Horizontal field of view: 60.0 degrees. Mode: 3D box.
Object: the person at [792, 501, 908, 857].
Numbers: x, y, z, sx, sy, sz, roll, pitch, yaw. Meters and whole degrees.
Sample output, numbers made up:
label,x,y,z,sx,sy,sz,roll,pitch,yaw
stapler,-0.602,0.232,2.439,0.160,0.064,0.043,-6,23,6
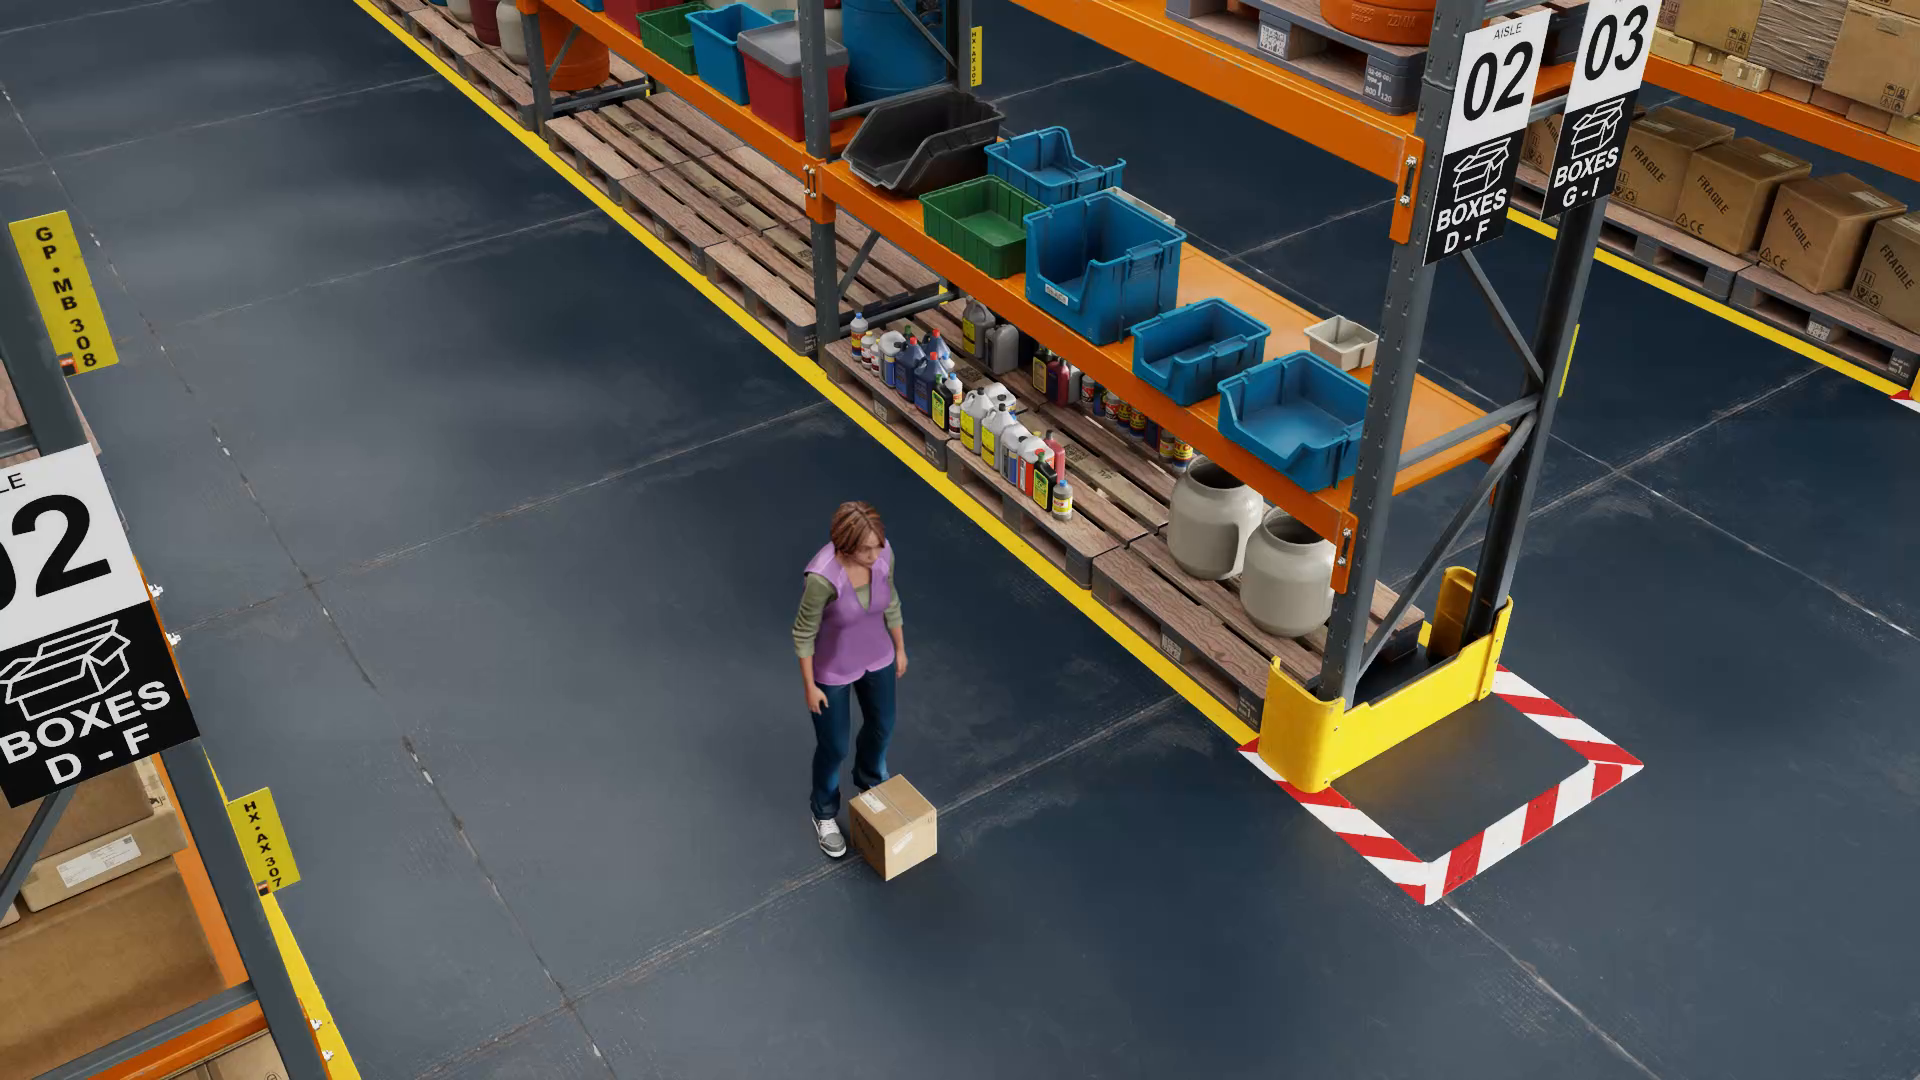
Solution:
label,x,y,z,sx,sy,sz,roll,pitch,yaw
person,-0.408,0.492,6.352,0.467,1.593,0.350,-23,43,-28
